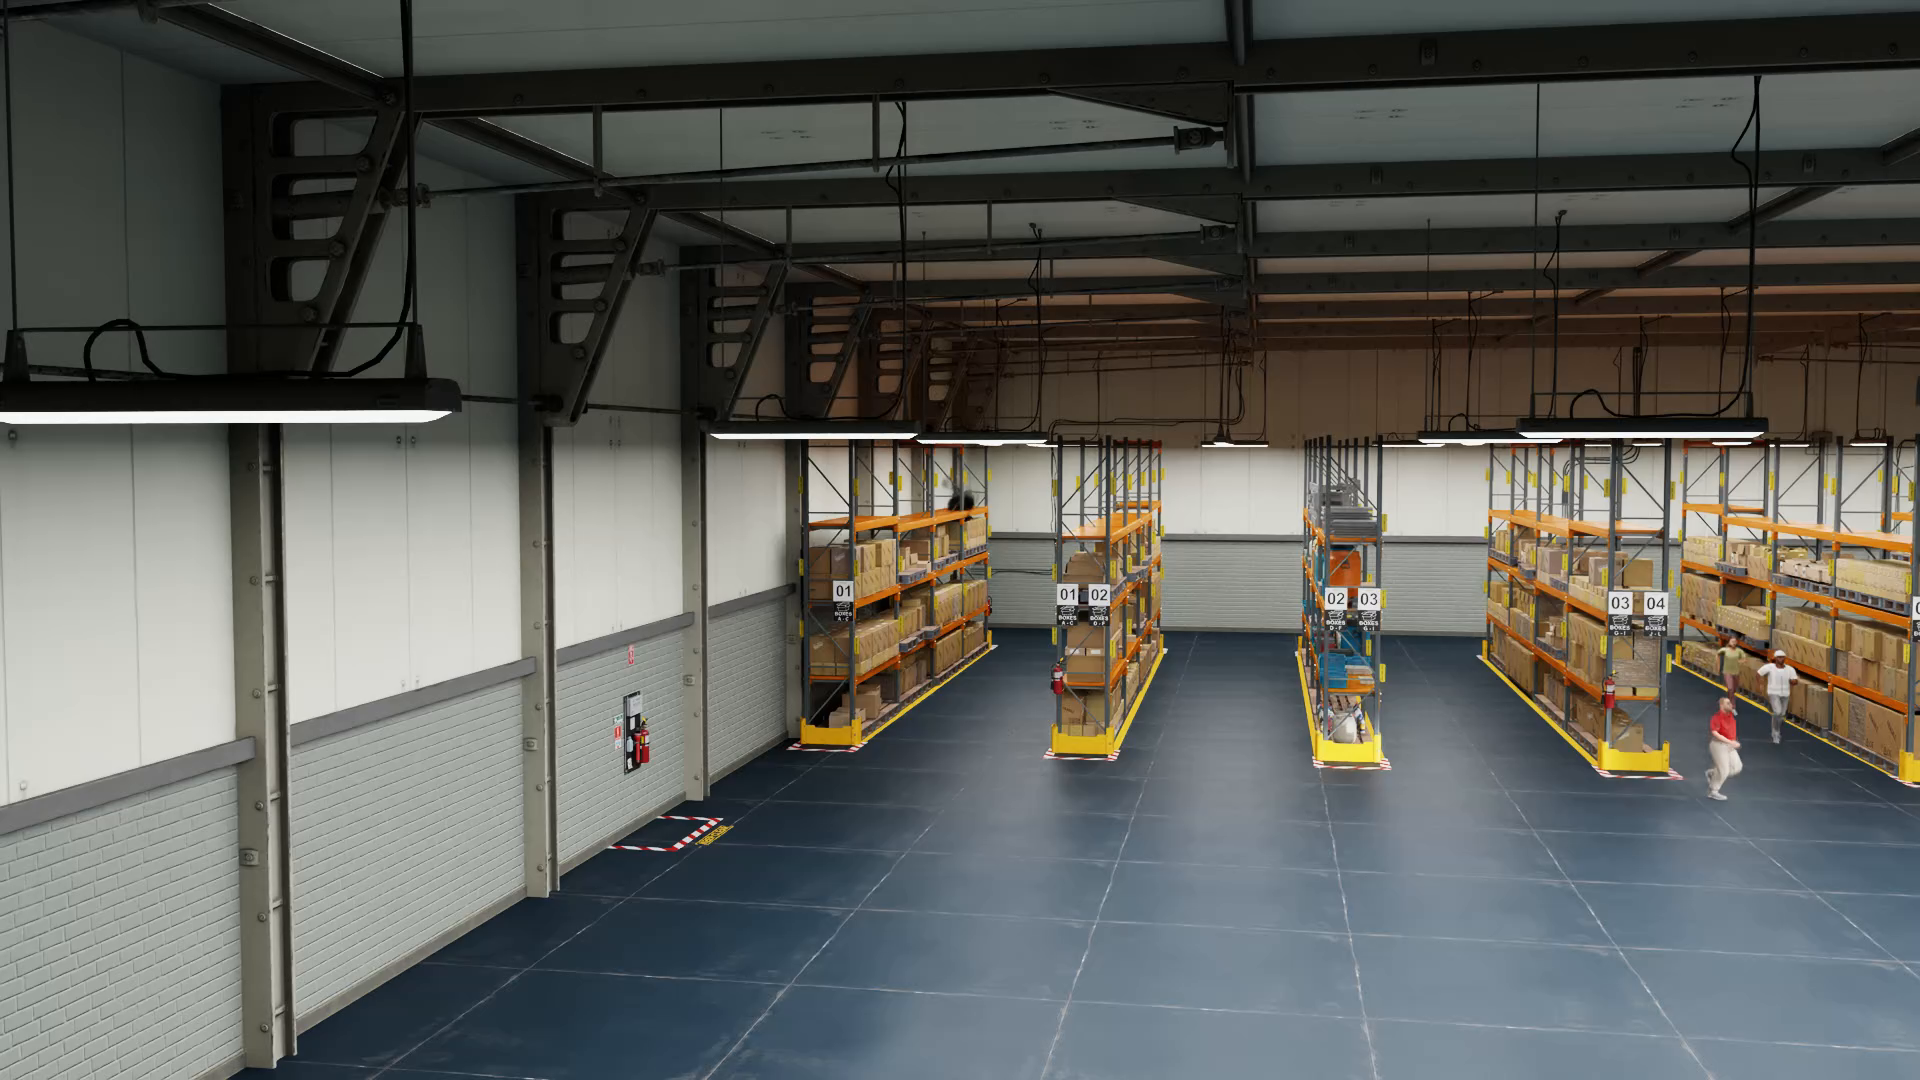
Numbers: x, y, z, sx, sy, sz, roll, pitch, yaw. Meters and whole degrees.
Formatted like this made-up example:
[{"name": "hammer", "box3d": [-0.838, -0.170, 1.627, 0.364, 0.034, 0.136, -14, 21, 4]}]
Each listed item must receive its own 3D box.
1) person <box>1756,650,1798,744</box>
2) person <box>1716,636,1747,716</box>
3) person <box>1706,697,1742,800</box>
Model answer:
[{"name": "person", "box3d": [16.076, 3.074, 32.663, 0.677, 1.834, 0.774, 0, 3, 2]}, {"name": "person", "box3d": [16.721, 2.908, 36.038, 0.564, 1.675, 0.953, 0, 3, 8]}, {"name": "person", "box3d": [12.531, 3.410, 27.247, 0.684, 1.684, 0.667, -2, 4, -37]}]
